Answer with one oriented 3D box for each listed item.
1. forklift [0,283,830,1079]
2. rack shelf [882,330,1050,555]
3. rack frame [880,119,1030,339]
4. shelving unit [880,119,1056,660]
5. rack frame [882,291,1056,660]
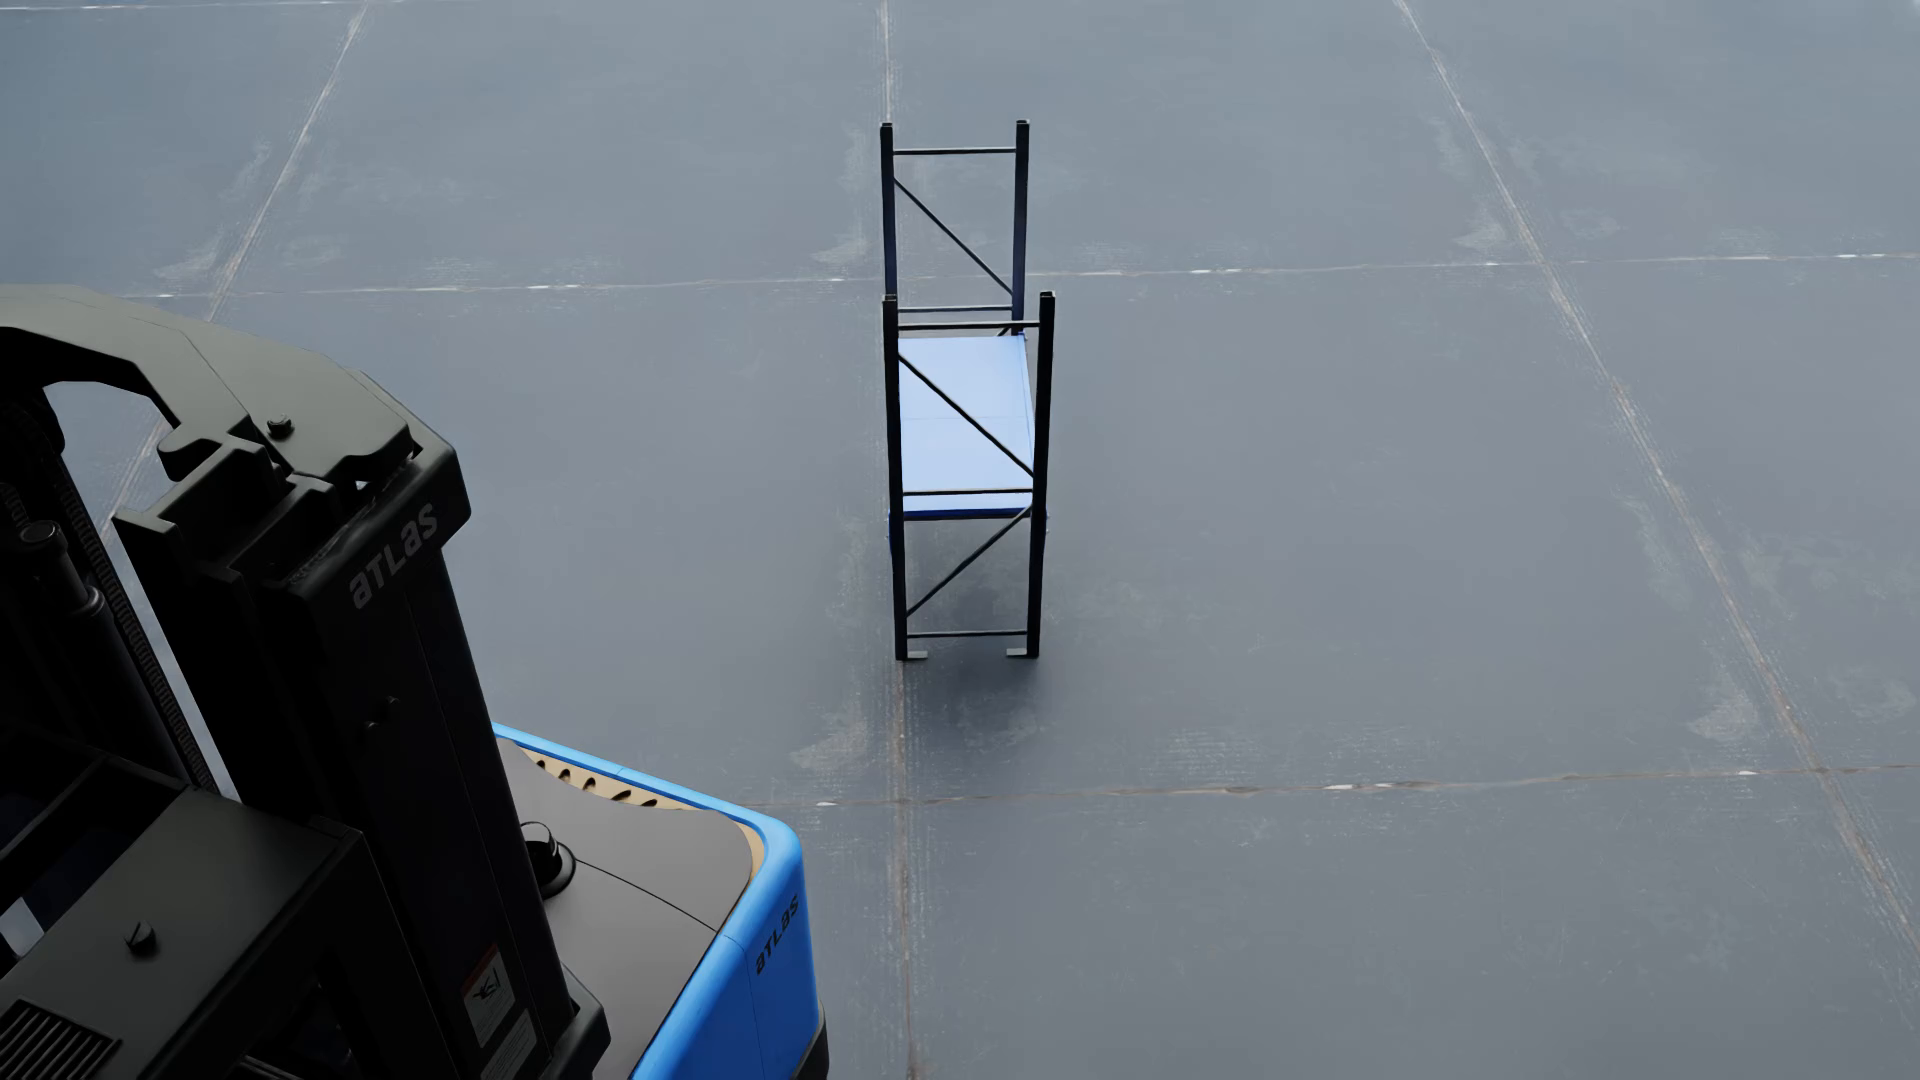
[{"bbox_3d":[-1.391,1.186,2.787,1.130,2.935,3.031,16,45,16],"label":"forklift"},{"bbox_3d":[0.004,-0.363,5.802,0.538,0.185,1.000,-2,43,-2],"label":"rack shelf"},{"bbox_3d":[-0.018,-0.838,6.055,0.500,1.500,0.032,-2,43,-2],"label":"rack frame"},{"bbox_3d":[0.004,-0.495,5.680,0.538,1.500,1.048,-2,43,-2],"label":"shelving unit"},{"bbox_3d":[0.025,-0.152,5.306,0.500,1.500,0.032,-2,43,-2],"label":"rack frame"}]
